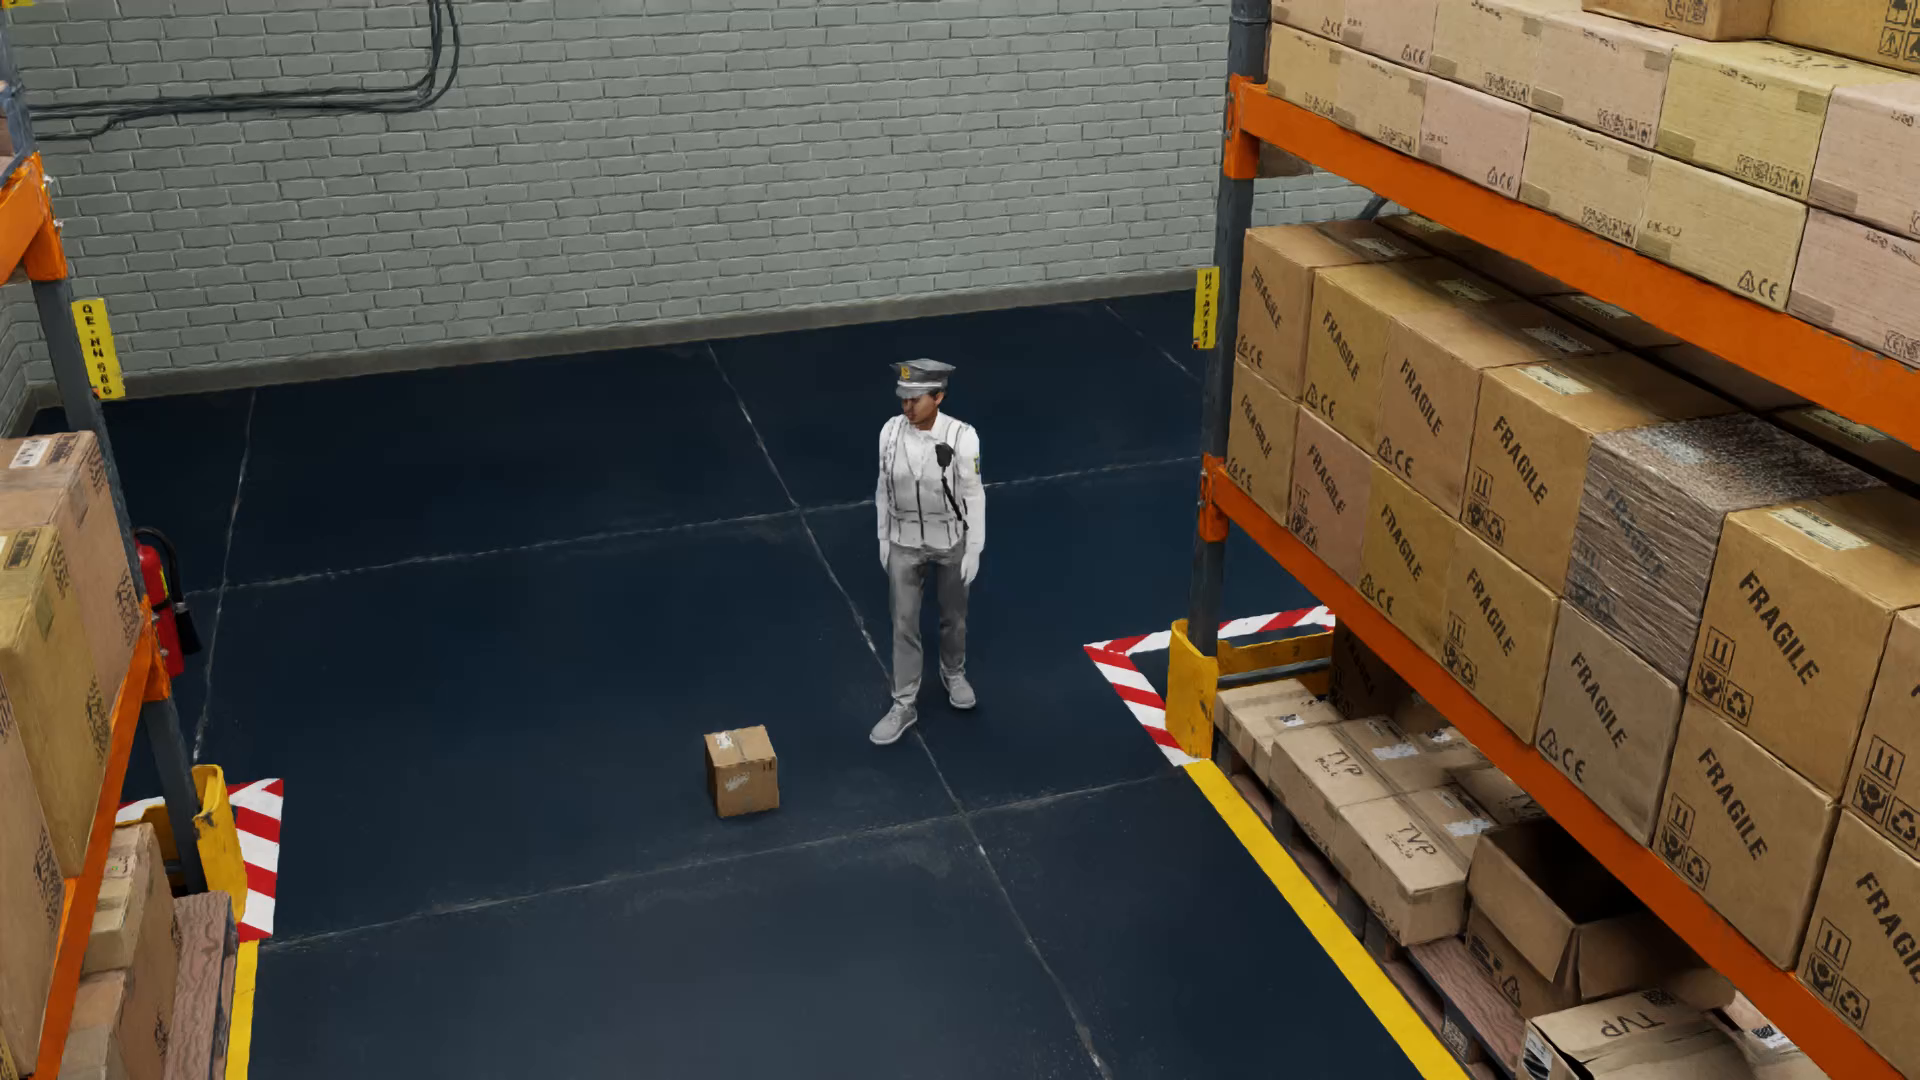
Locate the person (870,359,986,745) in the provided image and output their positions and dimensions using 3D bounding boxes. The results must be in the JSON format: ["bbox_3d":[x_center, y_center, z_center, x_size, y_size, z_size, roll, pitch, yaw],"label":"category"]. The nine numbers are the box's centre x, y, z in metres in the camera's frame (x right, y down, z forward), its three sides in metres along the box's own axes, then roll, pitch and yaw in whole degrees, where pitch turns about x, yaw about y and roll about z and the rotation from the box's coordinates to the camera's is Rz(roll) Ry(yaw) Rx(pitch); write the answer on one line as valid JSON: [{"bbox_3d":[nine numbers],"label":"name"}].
[{"bbox_3d":[-0.134,0.029,7.030,0.481,1.677,0.578,5,27,9],"label":"person"}]
